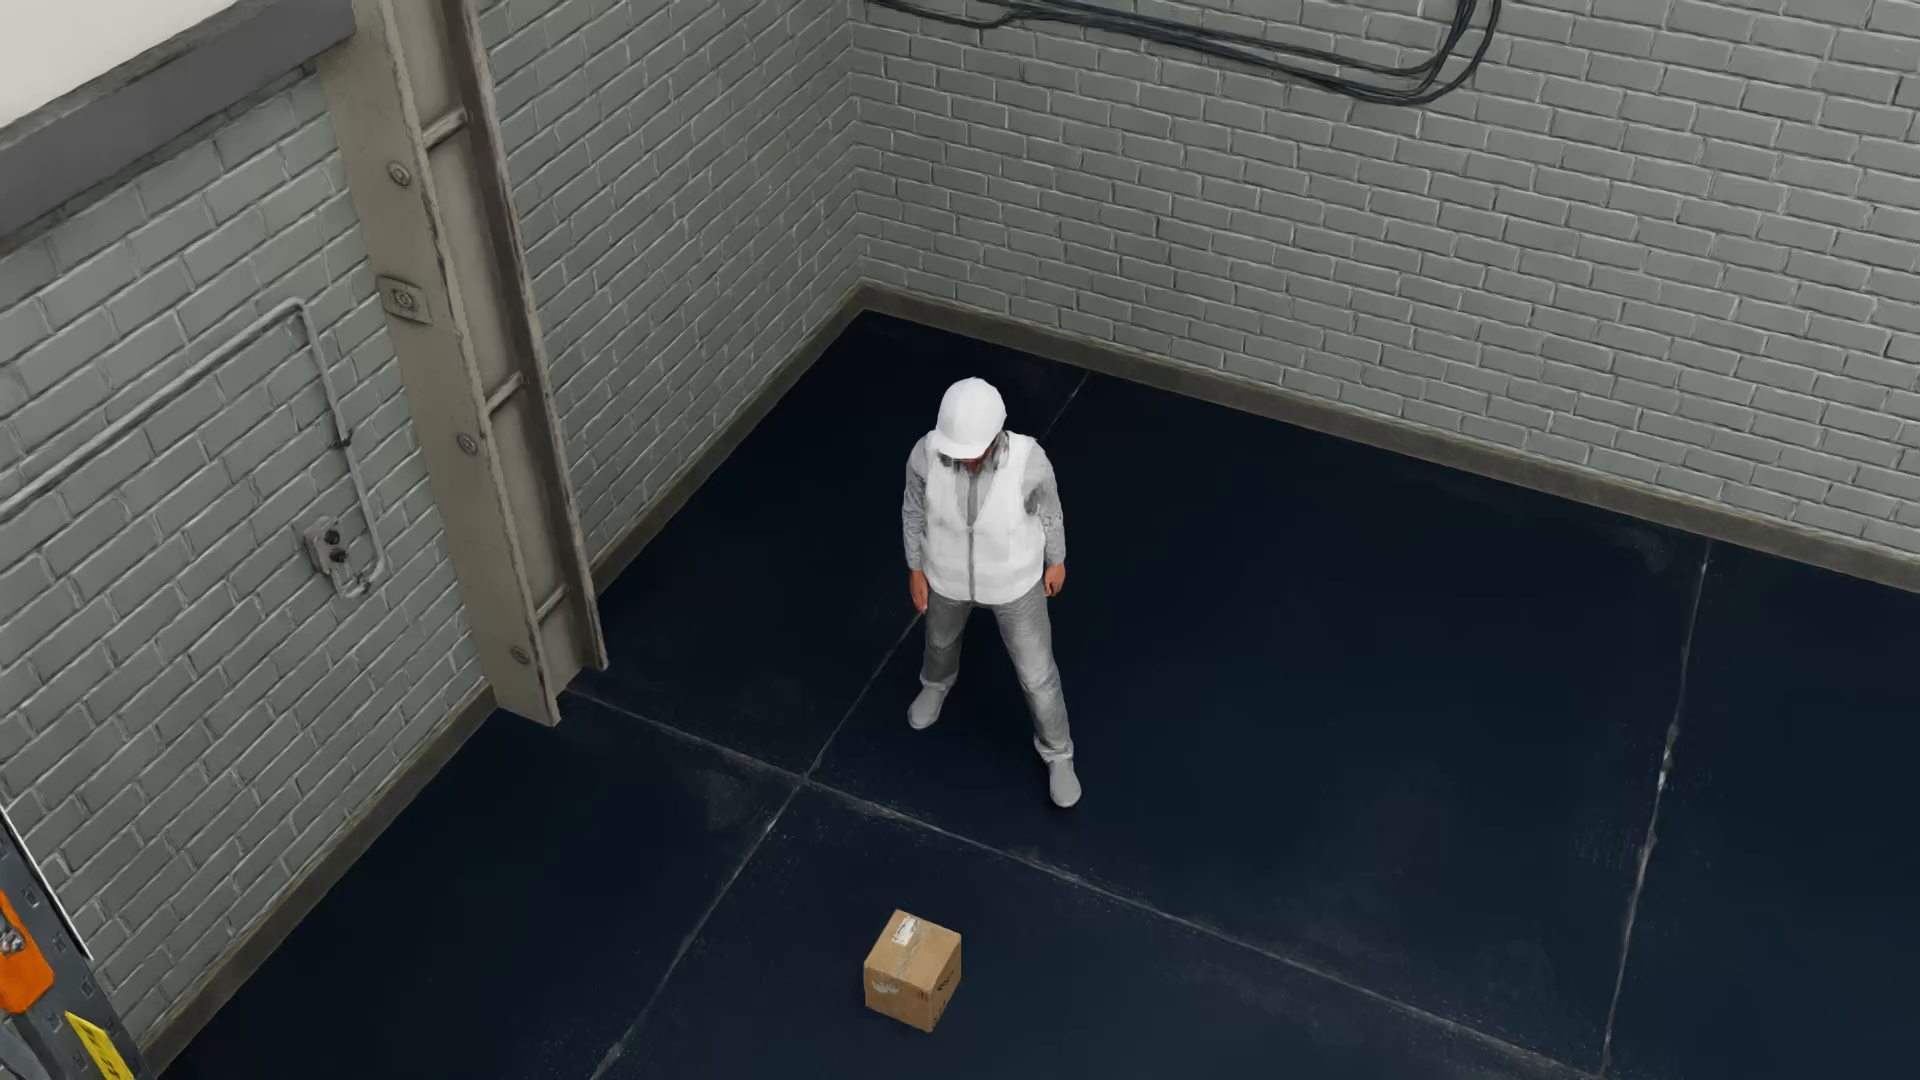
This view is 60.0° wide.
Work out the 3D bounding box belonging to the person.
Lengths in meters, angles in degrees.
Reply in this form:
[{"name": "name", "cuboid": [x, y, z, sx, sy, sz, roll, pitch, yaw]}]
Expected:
[{"name": "person", "cuboid": [0.138, 0.155, 5.959, 0.750, 1.749, 0.642, 8, 42, 9]}]
